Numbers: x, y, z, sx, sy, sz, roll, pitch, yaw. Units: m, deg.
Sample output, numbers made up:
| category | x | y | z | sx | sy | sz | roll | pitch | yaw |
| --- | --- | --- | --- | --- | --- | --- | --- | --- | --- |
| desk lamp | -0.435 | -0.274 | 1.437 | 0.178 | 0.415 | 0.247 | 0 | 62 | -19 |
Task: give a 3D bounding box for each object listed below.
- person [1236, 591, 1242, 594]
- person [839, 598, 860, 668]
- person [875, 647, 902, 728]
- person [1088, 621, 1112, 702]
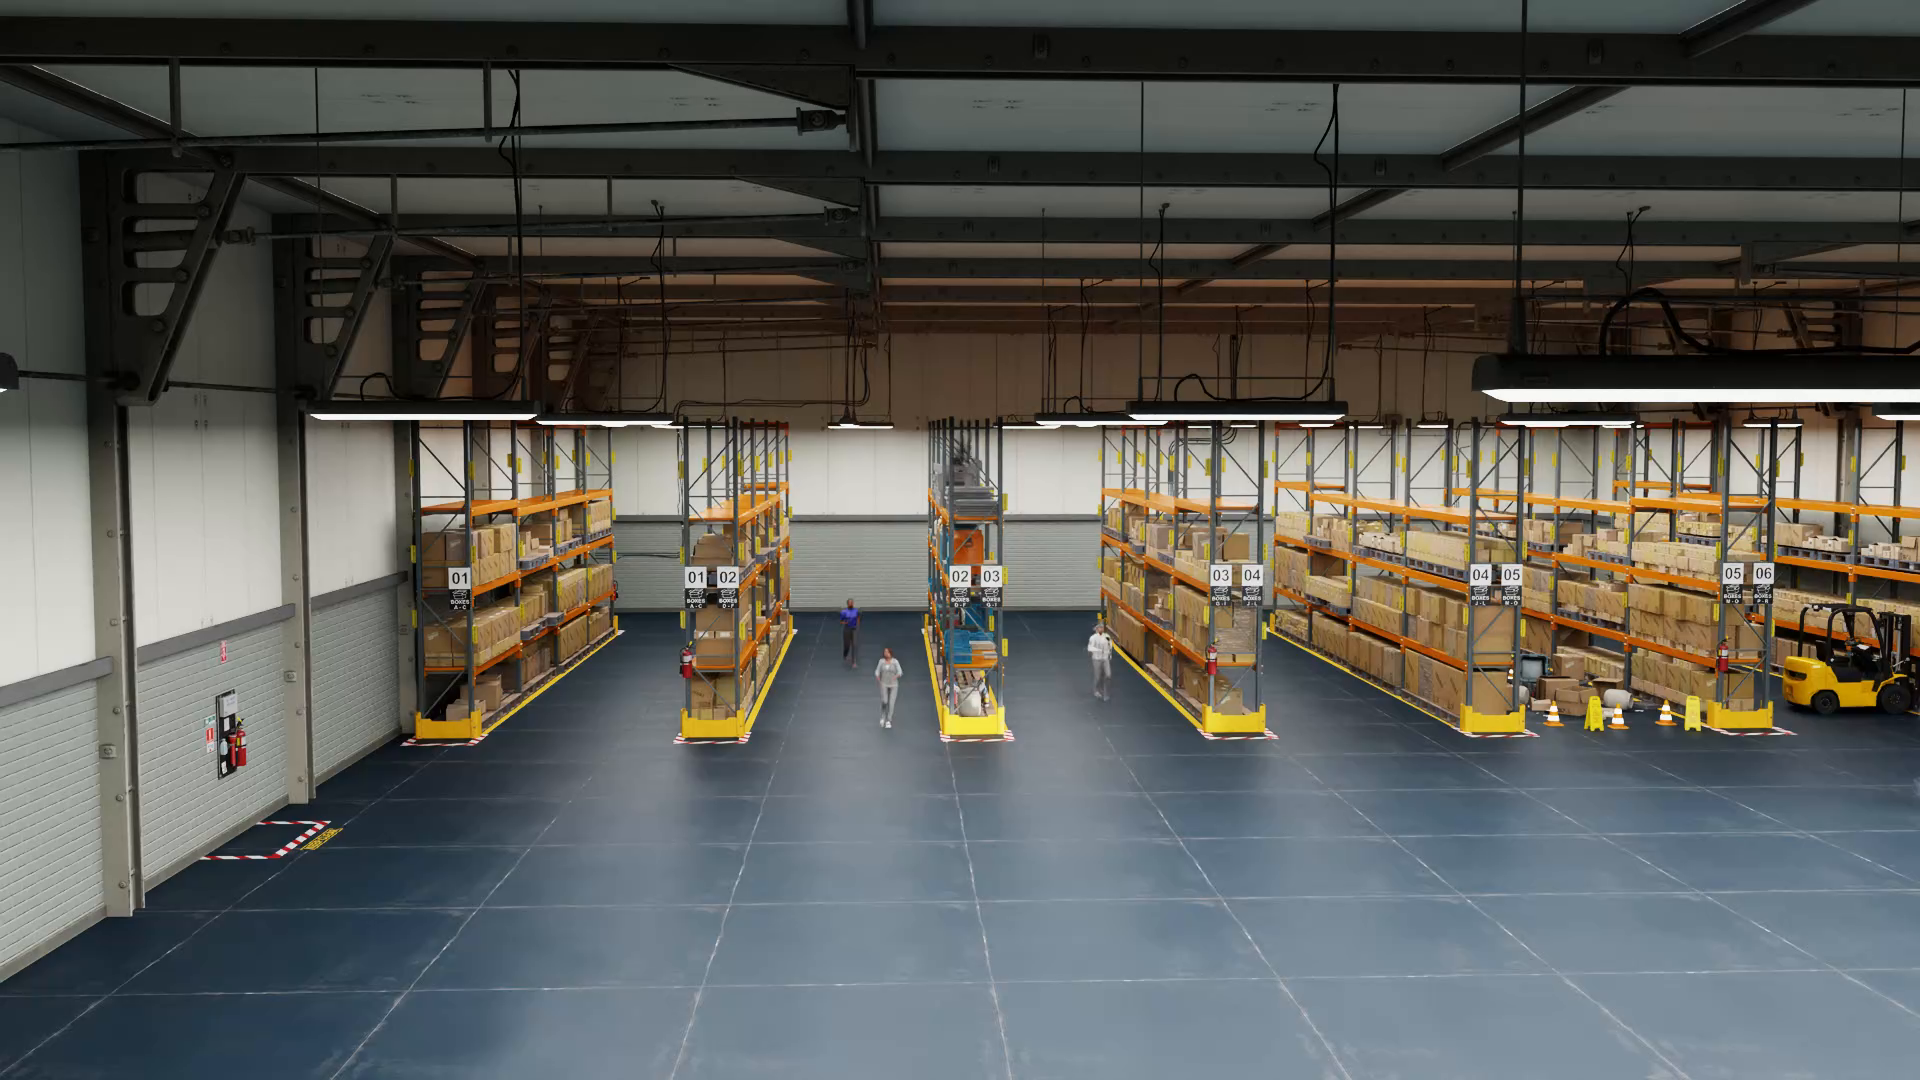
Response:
| category | x | y | z | sx | sy | sz | roll | pitch | yaw |
| --- | --- | --- | --- | --- | --- | --- | --- | --- | --- |
| person | 7.932 | 1.758 | 48.400 | 0.847 | 1.616 | 0.576 | 3 | 5 | 36 |
| person | -2.663 | 2.245 | 40.417 | 0.579 | 1.657 | 0.923 | -1 | 4 | -16 |
| person | -1.387 | 2.849 | 32.160 | 0.533 | 1.547 | 0.536 | 0 | 4 | 2 |
| person | 3.002 | 2.581 | 35.394 | 0.590 | 1.735 | 0.726 | -1 | 4 | -11 |
